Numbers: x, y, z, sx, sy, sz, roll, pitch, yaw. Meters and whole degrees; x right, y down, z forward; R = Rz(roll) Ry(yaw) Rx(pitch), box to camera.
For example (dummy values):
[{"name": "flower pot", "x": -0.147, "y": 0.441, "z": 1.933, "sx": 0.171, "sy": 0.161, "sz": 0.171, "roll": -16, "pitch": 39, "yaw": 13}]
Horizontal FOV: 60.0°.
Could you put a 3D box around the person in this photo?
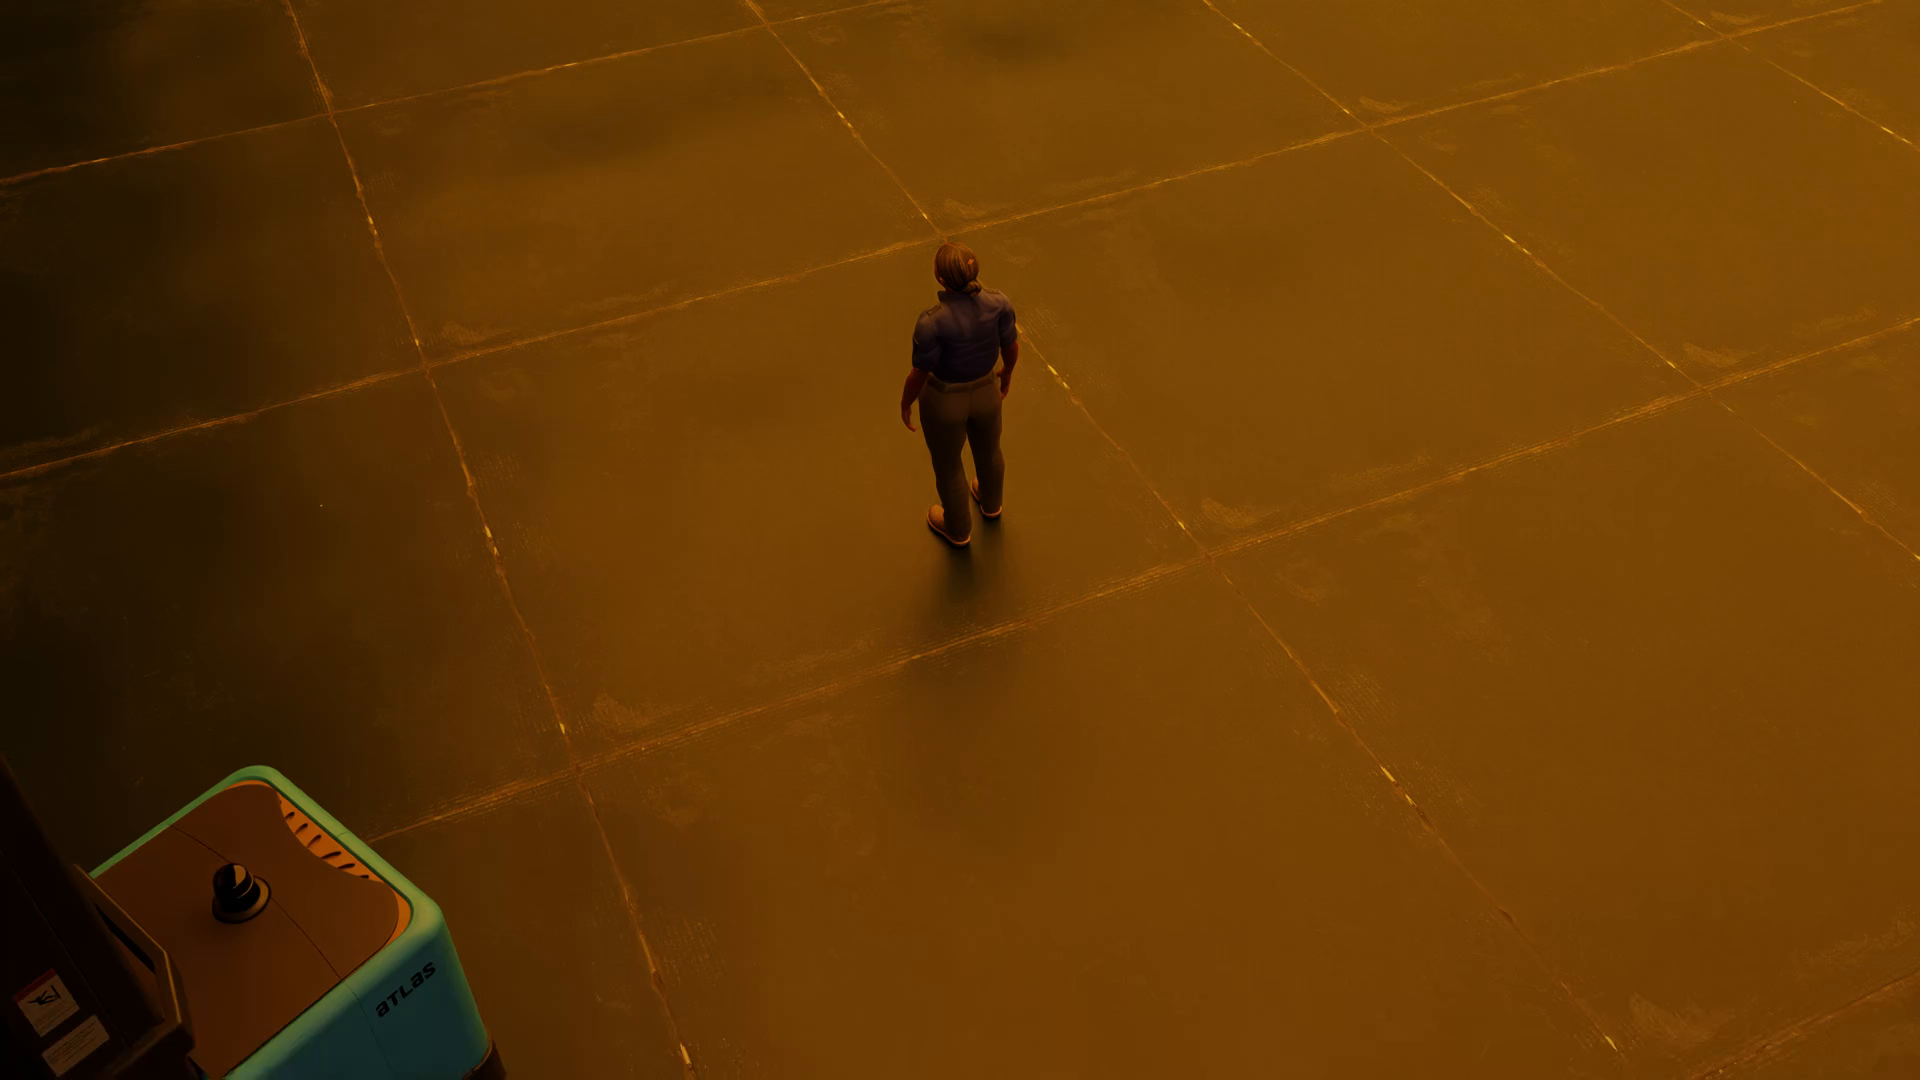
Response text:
[{"name": "person", "x": -0.019, "y": -0.671, "z": 7.323, "sx": 0.569, "sy": 1.656, "sz": 0.503, "roll": -18, "pitch": 46, "yaw": -18}]

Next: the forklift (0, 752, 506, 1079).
[{"name": "forklift", "x": -2.879, "y": 1.420, "z": 4.158, "sx": 1.130, "sy": 2.935, "sz": 3.031, "roll": 29, "pitch": 50, "yaw": 27}]
